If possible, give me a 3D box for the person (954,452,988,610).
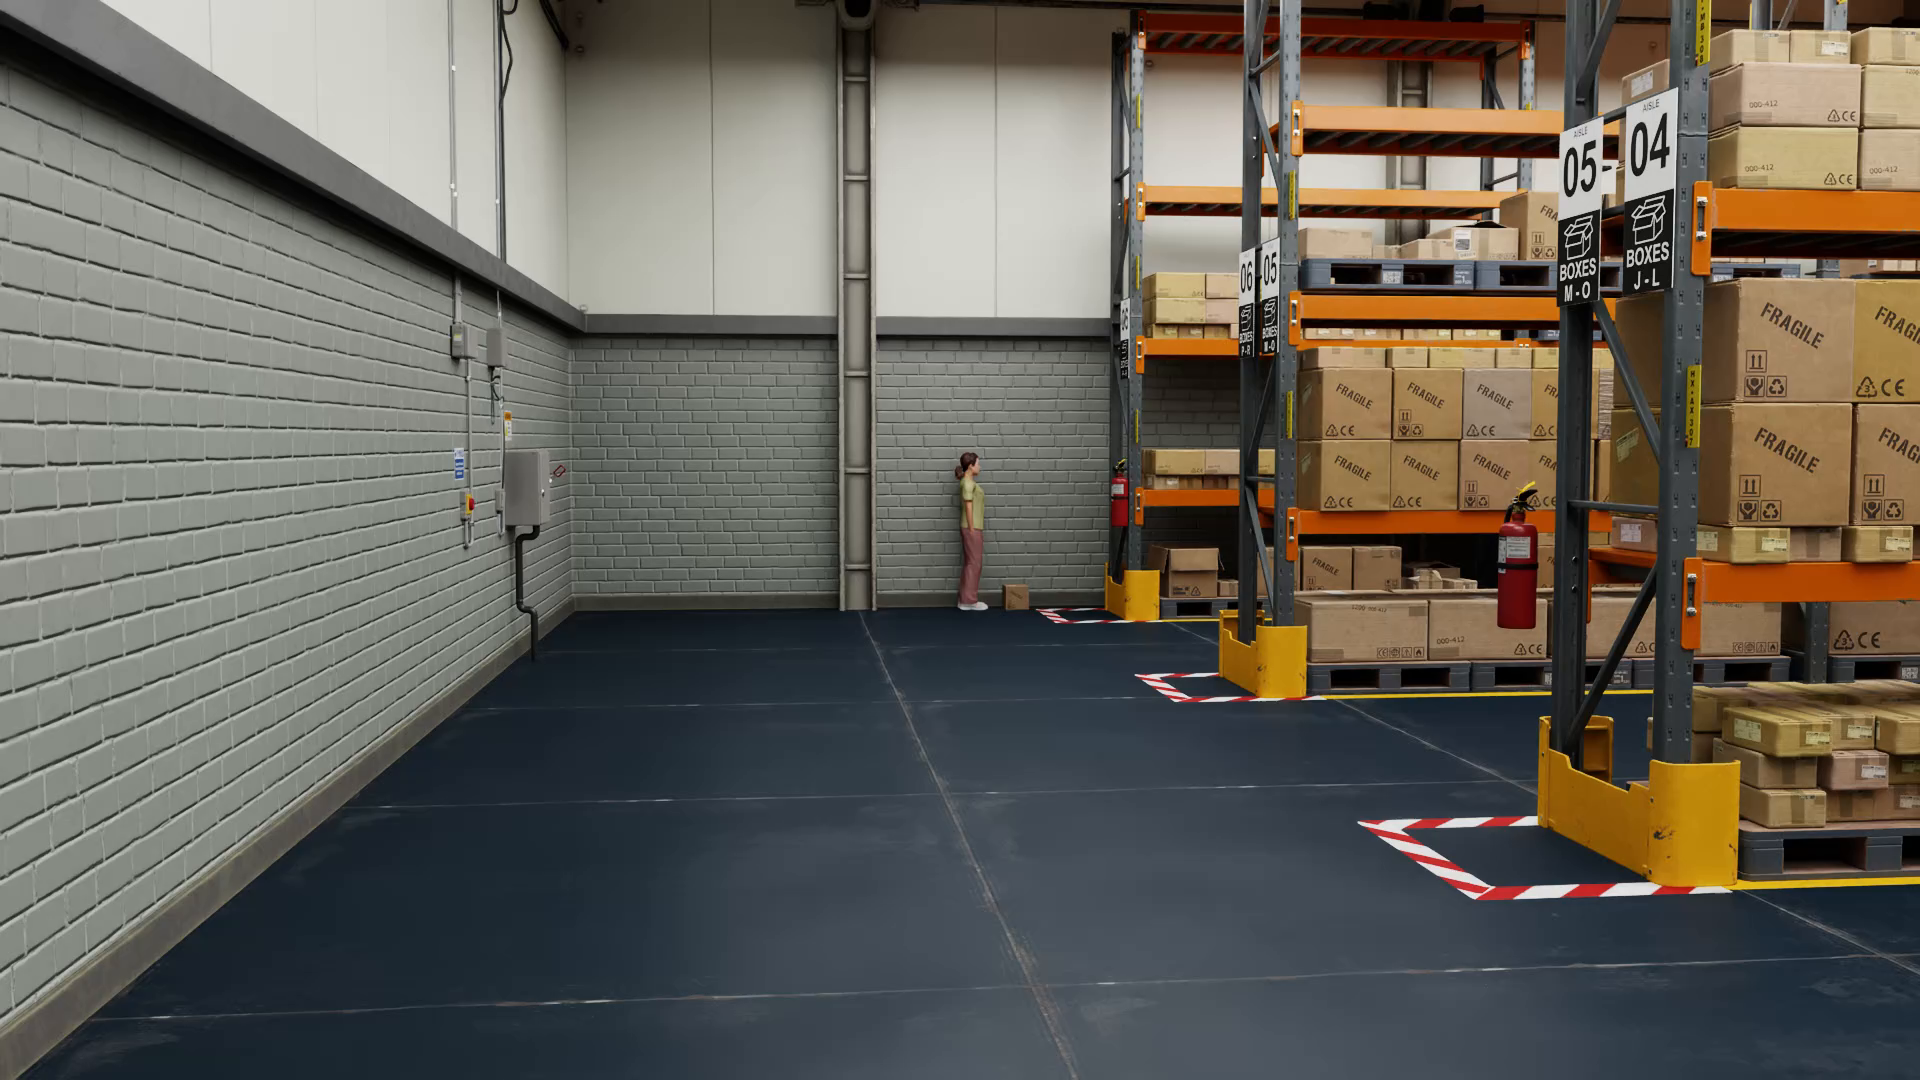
[{"bbox_3d":[0.108,-0.096,17.668,0.358,1.669,0.440,0,3,-5],"label":"person"}]
